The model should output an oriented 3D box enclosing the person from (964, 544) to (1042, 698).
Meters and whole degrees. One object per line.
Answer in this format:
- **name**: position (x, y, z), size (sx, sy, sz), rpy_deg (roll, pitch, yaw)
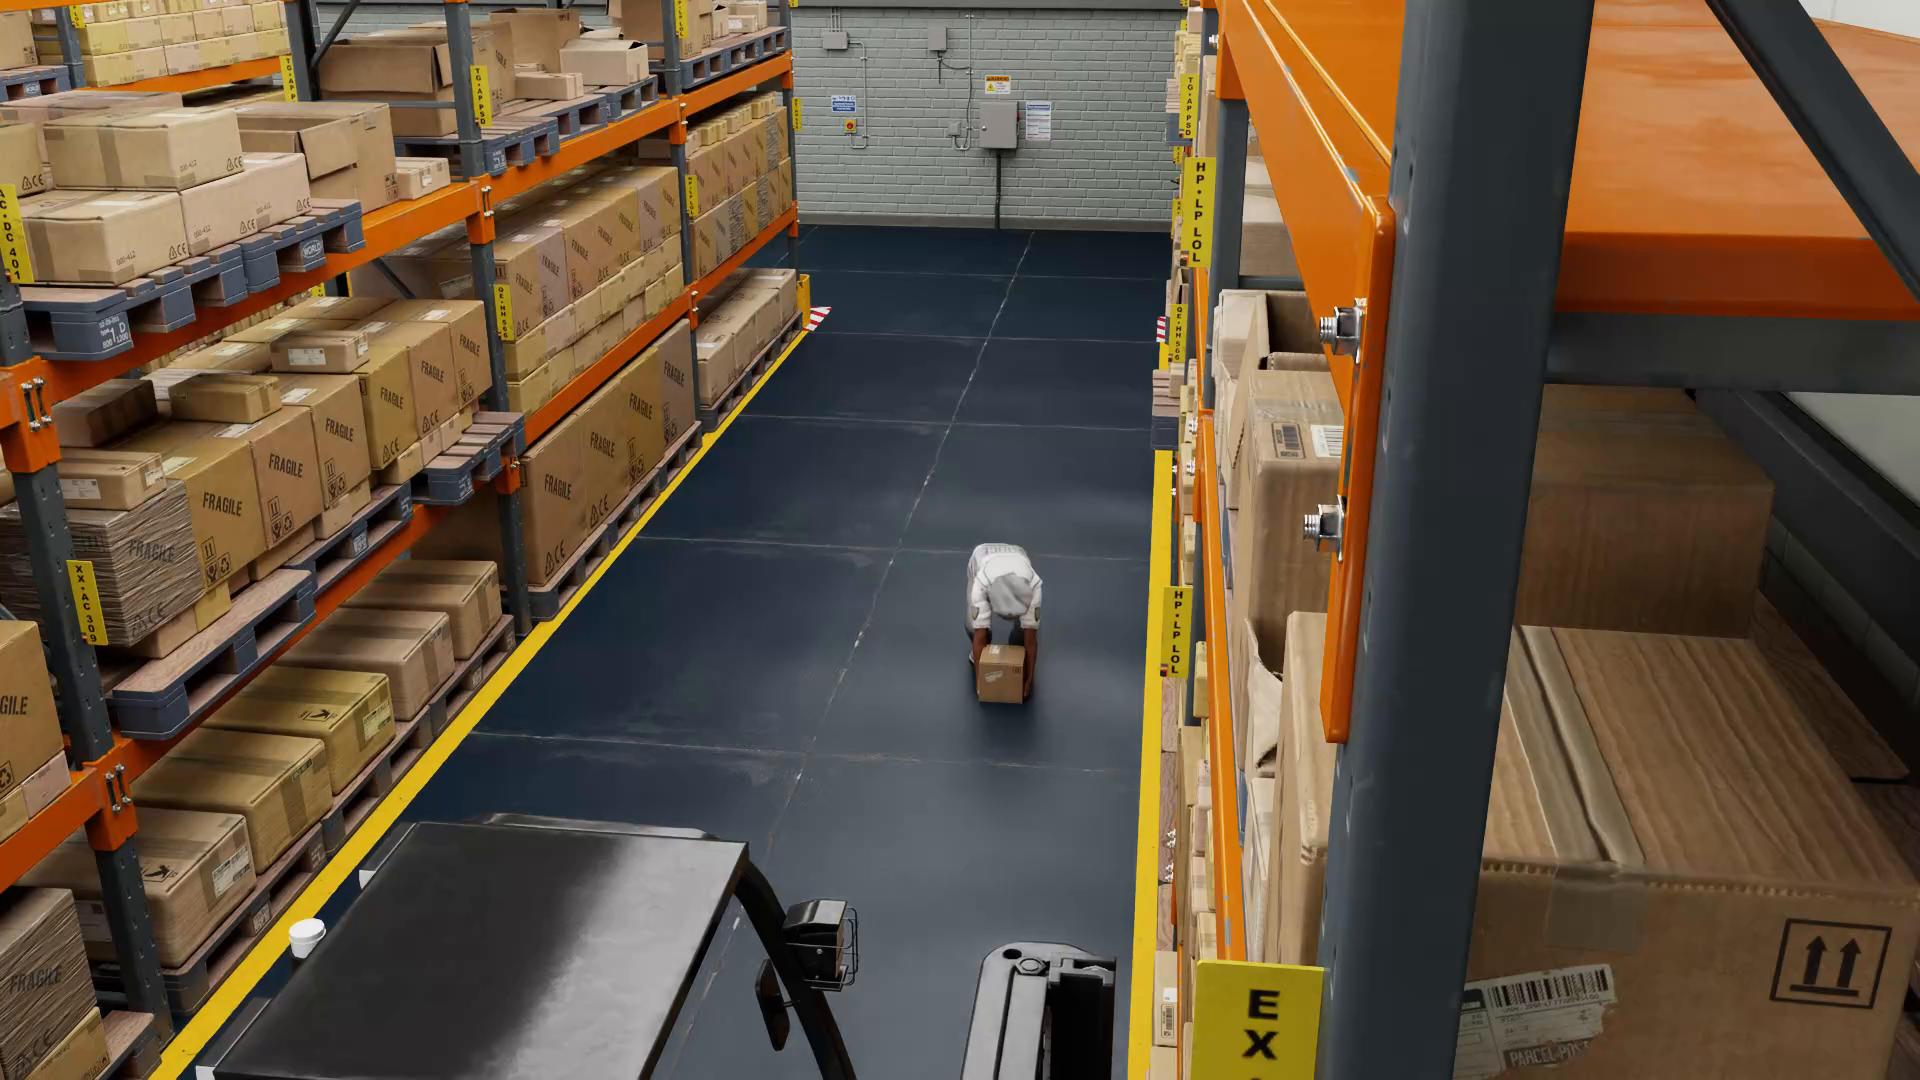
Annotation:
- **person**: position (0.248, 0.430, 9.761), size (0.448, 0.764, 0.925), rpy_deg (0, 21, 0)
